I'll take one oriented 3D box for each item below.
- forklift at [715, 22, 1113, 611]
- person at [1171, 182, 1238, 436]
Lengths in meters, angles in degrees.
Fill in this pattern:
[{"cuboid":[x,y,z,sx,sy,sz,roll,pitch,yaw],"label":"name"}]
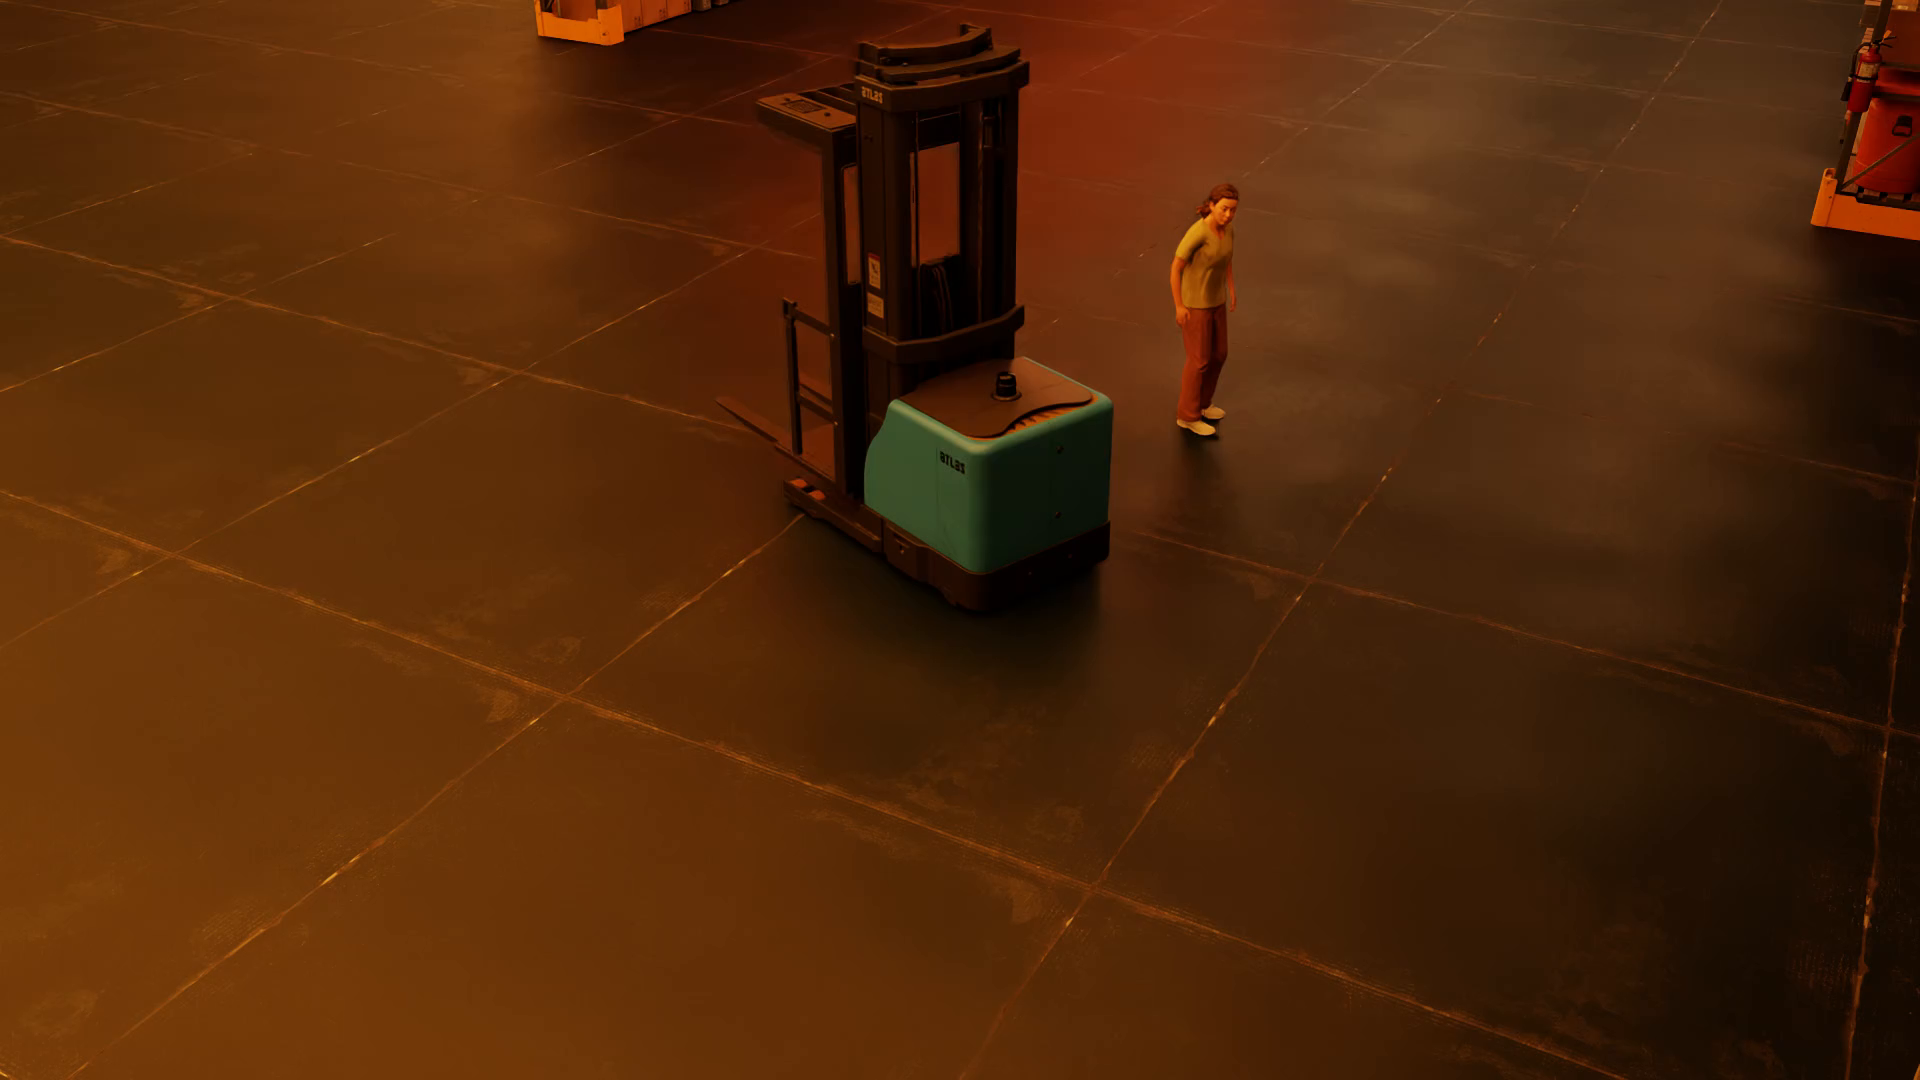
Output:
[{"cuboid":[-0.445,-1.546,9.750,1.130,2.935,3.031,-22,37,-33],"label":"forklift"},{"cuboid":[1.663,-1.539,11.004,0.416,1.666,0.605,25,38,36],"label":"person"}]
